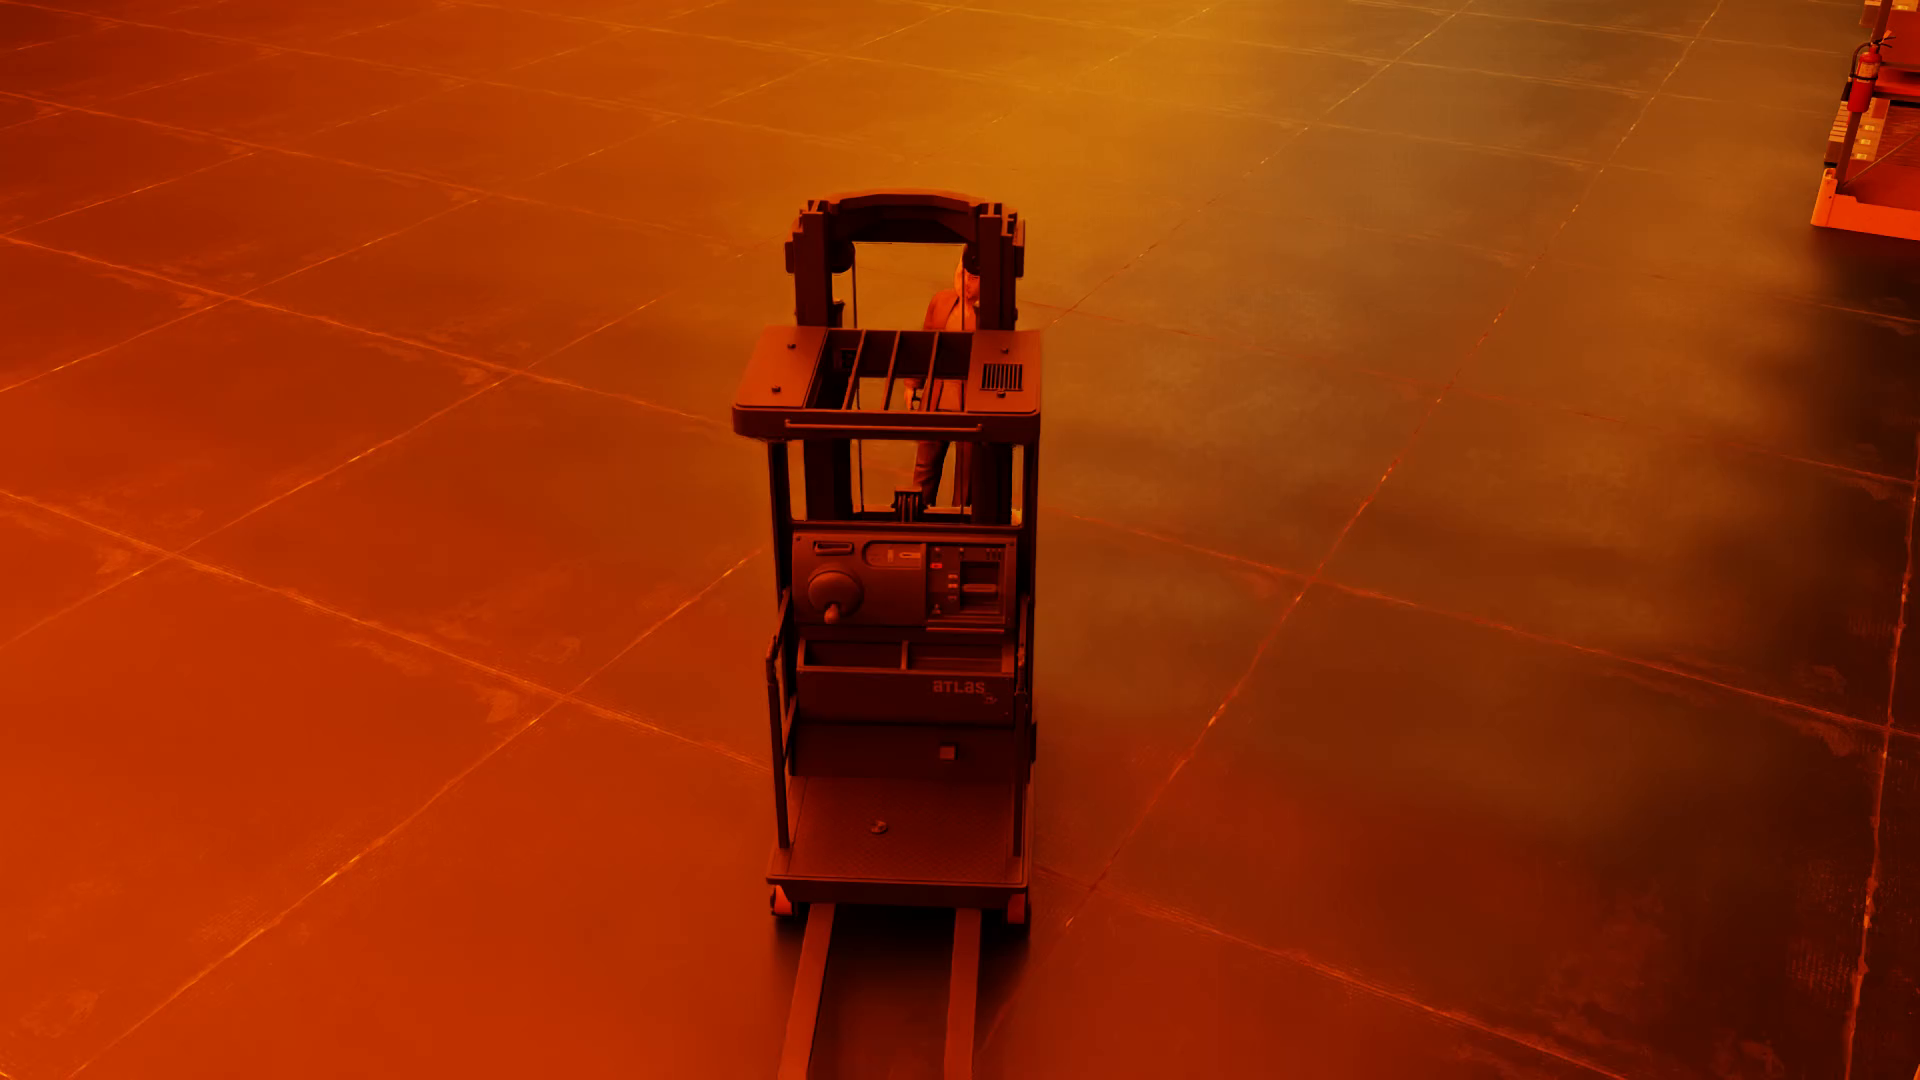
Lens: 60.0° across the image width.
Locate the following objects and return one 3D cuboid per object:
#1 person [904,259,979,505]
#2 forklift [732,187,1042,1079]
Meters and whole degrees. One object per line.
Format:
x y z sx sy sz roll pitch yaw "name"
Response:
-0.048 -0.737 9.486 0.698 1.778 0.579 15 33 25 "person"
-0.239 0.213 6.701 1.130 2.935 3.031 2 30 3 "forklift"
